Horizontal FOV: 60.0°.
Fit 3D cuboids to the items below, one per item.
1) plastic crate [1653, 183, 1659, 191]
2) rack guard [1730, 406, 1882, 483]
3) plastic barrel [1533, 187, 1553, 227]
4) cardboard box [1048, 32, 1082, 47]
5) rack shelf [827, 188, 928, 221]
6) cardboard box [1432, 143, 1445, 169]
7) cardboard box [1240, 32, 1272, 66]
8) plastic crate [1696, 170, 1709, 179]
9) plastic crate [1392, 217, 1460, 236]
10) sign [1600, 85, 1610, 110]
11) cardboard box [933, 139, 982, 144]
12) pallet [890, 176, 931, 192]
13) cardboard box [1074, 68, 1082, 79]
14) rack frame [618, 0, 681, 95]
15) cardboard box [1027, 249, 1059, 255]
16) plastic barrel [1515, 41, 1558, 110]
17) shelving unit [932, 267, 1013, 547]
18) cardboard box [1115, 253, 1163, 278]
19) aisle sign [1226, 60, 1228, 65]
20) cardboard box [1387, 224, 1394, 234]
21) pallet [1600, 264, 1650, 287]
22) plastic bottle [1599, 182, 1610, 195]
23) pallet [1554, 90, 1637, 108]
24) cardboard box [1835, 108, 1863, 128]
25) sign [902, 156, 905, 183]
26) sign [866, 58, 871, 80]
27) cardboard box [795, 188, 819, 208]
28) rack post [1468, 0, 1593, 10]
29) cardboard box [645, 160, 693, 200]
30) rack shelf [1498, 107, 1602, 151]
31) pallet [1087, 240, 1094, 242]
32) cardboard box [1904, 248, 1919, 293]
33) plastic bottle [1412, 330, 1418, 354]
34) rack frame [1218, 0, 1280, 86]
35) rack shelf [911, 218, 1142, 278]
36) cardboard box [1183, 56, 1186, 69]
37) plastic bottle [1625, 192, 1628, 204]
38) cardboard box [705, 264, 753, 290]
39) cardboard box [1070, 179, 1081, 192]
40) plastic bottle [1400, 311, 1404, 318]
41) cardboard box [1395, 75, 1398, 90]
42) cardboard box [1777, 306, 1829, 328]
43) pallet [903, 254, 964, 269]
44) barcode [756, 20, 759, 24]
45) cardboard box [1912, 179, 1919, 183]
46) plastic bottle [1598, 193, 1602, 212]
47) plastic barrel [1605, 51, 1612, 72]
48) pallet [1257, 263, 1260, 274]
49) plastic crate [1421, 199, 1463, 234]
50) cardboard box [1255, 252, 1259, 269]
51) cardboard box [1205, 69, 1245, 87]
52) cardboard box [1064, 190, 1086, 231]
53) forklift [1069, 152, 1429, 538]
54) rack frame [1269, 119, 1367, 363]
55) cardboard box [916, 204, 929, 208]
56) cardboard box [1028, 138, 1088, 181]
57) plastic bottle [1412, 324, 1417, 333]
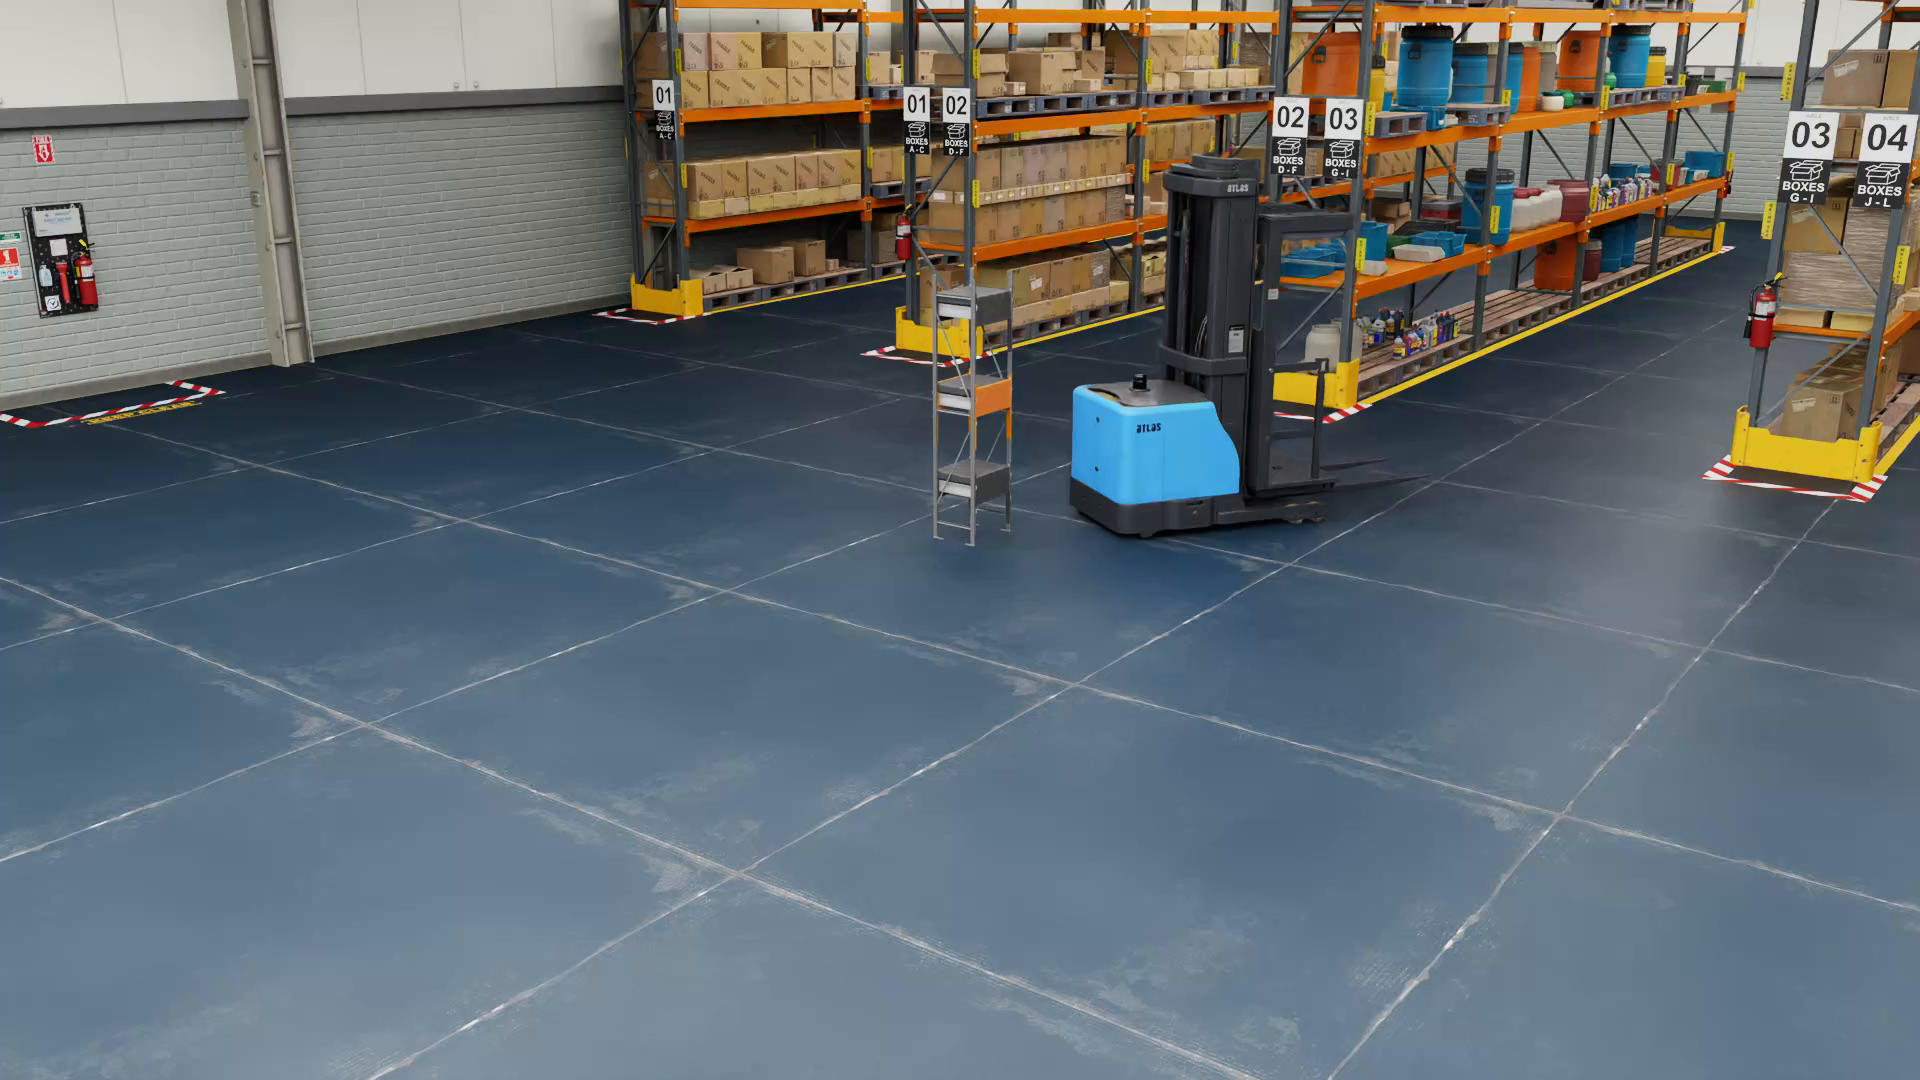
[{"bbox_3d":[11.268,-5.784,27.156,0.396,0.136,0.243,12,21,35],"label":"plastic crate"},{"bbox_3d":[7.749,-0.887,15.257,1.175,0.500,0.348,12,21,35],"label":"rack guard"},{"bbox_3d":[7.800,-4.514,22.532,0.421,0.512,0.421,0,17,0],"label":"plastic barrel"},{"bbox_3d":[1.973,-9.275,30.820,0.500,0.250,0.500,12,21,33],"label":"cardboard box"},{"bbox_3d":[-0.656,-5.774,27.993,1.077,0.370,4.000,12,21,35],"label":"rack shelf"},{"bbox_3d":[8.929,-7.394,31.827,0.500,0.500,0.500,13,21,35],"label":"cardboard box"},{"bbox_3d":[4.782,-7.780,26.327,0.500,0.500,0.500,12,21,35],"label":"cardboard box"},{"bbox_3d":[12.919,-6.425,29.220,0.396,0.136,0.243,12,21,35],"label":"plastic crate"},{"bbox_3d":[5.695,-3.759,20.395,0.767,0.338,0.504,12,21,35],"label":"plastic crate"},{"bbox_3d":[8.939,-6.130,23.046,0.100,0.325,0.005,12,21,35],"label":"sign"},{"bbox_3d":[-0.047,-6.600,28.530,0.700,0.500,0.500,10,20,30],"label":"cardboard box"},{"bbox_3d":[-0.610,-6.024,27.907,1.003,0.211,1.213,12,21,35],"label":"pallet"},{"bbox_3d":[1.300,-6.222,22.371,0.500,0.311,0.500,11,20,32],"label":"cardboard box"},{"bbox_3d":[-4.231,-7.554,22.395,1.000,3.000,0.127,12,21,35],"label":"rack frame"},{"bbox_3d":[1.010,-3.719,22.826,0.500,0.500,0.500,12,21,35],"label":"cardboard box"},{"bbox_3d":[7.829,-6.358,22.757,0.600,0.901,0.600,0,17,0],"label":"plastic barrel"},{"bbox_3d":[0.099,-1.042,13.059,0.431,2.100,0.503,12,21,35],"label":"shelving unit"},{"bbox_3d":[2.580,-3.977,23.974,0.500,0.311,0.500,13,21,35],"label":"cardboard box"},{"bbox_3d":[5.587,-9.705,35.055,0.394,0.787,0.004,12,21,35],"label":"aisle sign"},{"bbox_3d":[7.831,-5.799,30.895,0.380,0.166,0.250,12,21,35],"label":"cardboard box"},{"bbox_3d":[10.383,-4.288,26.696,1.003,0.211,1.213,12,21,35],"label":"pallet"},{"bbox_3d":[9.732,-5.228,25.105,0.144,0.351,0.185,12,21,35],"label":"plastic bottle"},{"bbox_3d":[9.027,-6.351,23.897,1.003,0.211,1.213,12,21,35],"label":"pallet"},{"bbox_3d":[7.868,-3.777,14.870,0.380,0.149,0.250,12,21,33],"label":"cardboard box"},{"bbox_3d":[-0.677,-4.579,20.581,0.100,0.325,0.005,12,21,35],"label":"sign"},{"bbox_3d":[-1.407,-7.227,25.528,0.100,0.325,0.005,12,21,35],"label":"sign"},{"bbox_3d":[-2.477,-5.173,25.064,0.500,0.250,0.500,12,21,34],"label":"cardboard box"},{"bbox_3d":[7.214,-7.335,21.355,1.013,1.000,3.121,12,21,35],"label":"rack post"},{"bbox_3d":[-4.120,-5.135,23.675,0.500,0.500,0.500,12,21,34],"label":"cardboard box"},{"bbox_3d":[7.301,-5.456,21.911,1.077,0.370,4.000,12,21,35],"label":"rack shelf"},{"bbox_3d":[1.794,-5.726,31.327,1.003,0.211,1.213,12,21,35],"label":"pallet"},{"bbox_3d":[8.895,-2.748,16.363,0.875,0.500,0.500,12,21,35],"label":"cardboard box"},{"bbox_3d":[5.320,-2.327,19.539,0.097,0.271,0.097,0,17,0],"label":"plastic bottle"},{"bbox_3d":[4.517,-8.585,25.714,1.000,3.000,0.127,12,21,35],"label":"rack frame"},{"bbox_3d":[0.942,-3.947,22.109,1.077,0.370,4.000,12,21,35],"label":"rack shelf"},{"bbox_3d":[4.158,-9.516,33.149,0.500,0.250,0.500,12,21,33],"label":"cardboard box"},{"bbox_3d":[10.117,-5.223,25.341,0.097,0.201,0.097,0,17,0],"label":"plastic bottle"},{"bbox_3d":[-3.406,-3.899,24.534,0.500,0.311,0.500,15,22,39],"label":"cardboard box"},{"bbox_3d":[1.386,-4.720,22.122,0.380,0.149,0.250,13,22,36],"label":"cardboard box"},{"bbox_3d":[5.483,-2.705,20.734,0.061,0.283,0.133,12,21,35],"label":"plastic bottle"},{"bbox_3d":[7.690,-8.224,29.863,0.500,0.250,0.500,12,21,35],"label":"cardboard box"},{"bbox_3d":[7.708,-2.047,15.202,0.380,0.149,0.250,12,21,35],"label":"cardboard box"},{"bbox_3d":[-0.658,-4.787,28.303,1.003,0.211,1.213,12,21,35],"label":"pallet"},{"bbox_3d":[-3.021,-7.726,24.804,0.001,0.075,0.075,12,21,35],"label":"barcode"},{"bbox_3d":[9.444,-3.289,16.420,0.500,0.500,0.500,12,21,35],"label":"cardboard box"},{"bbox_3d":[9.286,-4.940,24.304,0.152,0.276,0.135,12,21,35],"label":"plastic bottle"},{"bbox_3d":[9.428,-6.990,24.701,0.433,0.535,0.433,0,17,0],"label":"plastic barrel"},{"bbox_3d":[4.992,-4.559,27.569,1.003,0.211,1.213,12,21,35],"label":"pallet"},{"bbox_3d":[6.152,-4.091,21.251,0.402,0.464,0.583,12,21,35],"label":"plastic crate"},{"bbox_3d":[4.399,-4.439,26.407,0.500,0.250,0.500,13,21,36],"label":"cardboard box"},{"bbox_3d":[3.994,-7.035,25.327,0.500,0.250,0.500,13,22,36],"label":"cardboard box"},{"bbox_3d":[1.263,-4.462,22.387,0.700,0.500,0.500,13,21,35],"label":"cardboard box"},{"bbox_3d":[2.492,-1.672,13.686,3.031,2.935,1.130,-6,18,-20],"label":"forklift"},{"bbox_3d":[3.726,-2.938,17.647,1.000,3.000,0.127,12,21,35],"label":"rack frame"},{"bbox_3d":[-0.543,-5.540,28.234,0.500,0.250,0.500,12,21,34],"label":"cardboard box"},{"bbox_3d":[1.275,-5.088,22.213,0.700,0.500,0.500,12,21,35],"label":"cardboard box"},{"bbox_3d":[5.464,-2.457,19.937,0.061,0.283,0.133,12,21,35],"label":"plastic bottle"}]
